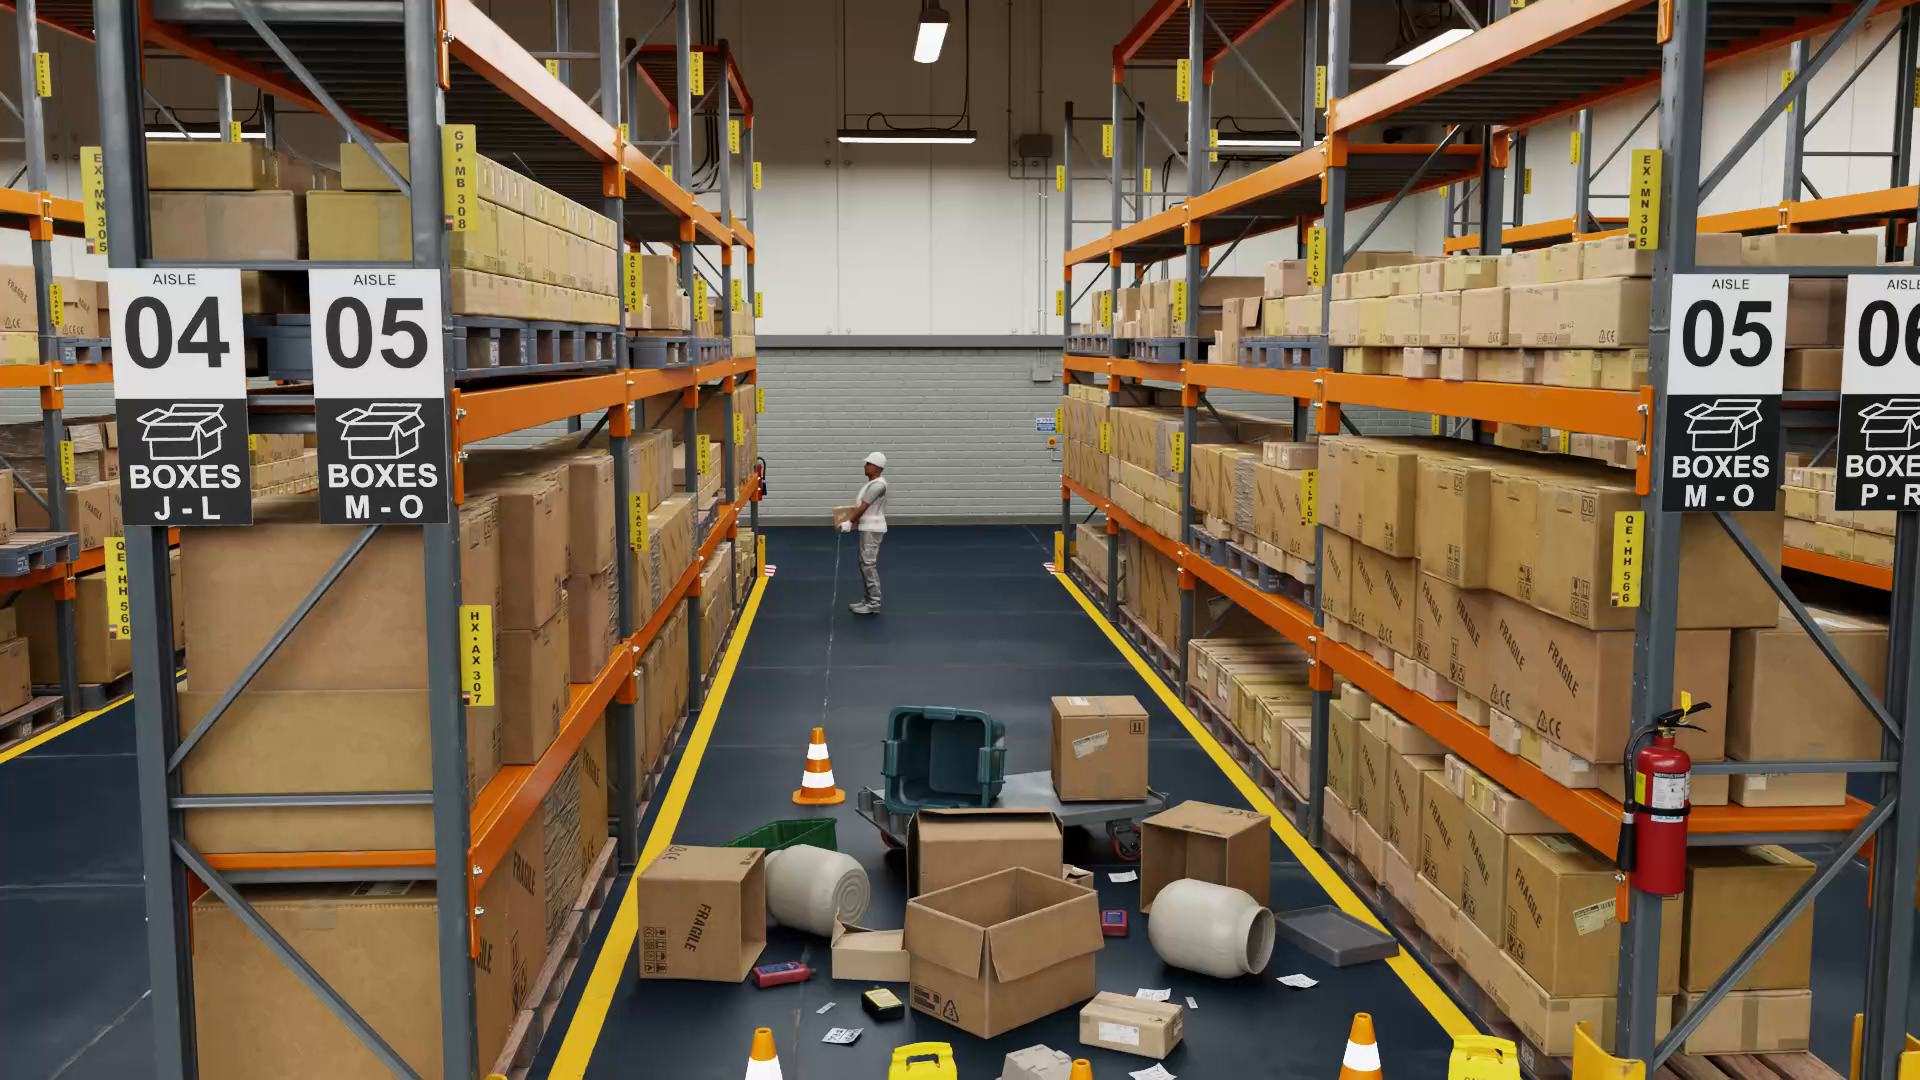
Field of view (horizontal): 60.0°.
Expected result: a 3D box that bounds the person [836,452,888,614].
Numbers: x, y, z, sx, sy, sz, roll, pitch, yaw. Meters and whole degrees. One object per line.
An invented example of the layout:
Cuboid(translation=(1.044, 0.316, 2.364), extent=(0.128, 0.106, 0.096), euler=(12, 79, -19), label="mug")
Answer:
Cuboid(translation=(-1.078, -0.084, 18.377), extent=(0.574, 1.780, 0.490), euler=(0, 7, -4), label="person")
